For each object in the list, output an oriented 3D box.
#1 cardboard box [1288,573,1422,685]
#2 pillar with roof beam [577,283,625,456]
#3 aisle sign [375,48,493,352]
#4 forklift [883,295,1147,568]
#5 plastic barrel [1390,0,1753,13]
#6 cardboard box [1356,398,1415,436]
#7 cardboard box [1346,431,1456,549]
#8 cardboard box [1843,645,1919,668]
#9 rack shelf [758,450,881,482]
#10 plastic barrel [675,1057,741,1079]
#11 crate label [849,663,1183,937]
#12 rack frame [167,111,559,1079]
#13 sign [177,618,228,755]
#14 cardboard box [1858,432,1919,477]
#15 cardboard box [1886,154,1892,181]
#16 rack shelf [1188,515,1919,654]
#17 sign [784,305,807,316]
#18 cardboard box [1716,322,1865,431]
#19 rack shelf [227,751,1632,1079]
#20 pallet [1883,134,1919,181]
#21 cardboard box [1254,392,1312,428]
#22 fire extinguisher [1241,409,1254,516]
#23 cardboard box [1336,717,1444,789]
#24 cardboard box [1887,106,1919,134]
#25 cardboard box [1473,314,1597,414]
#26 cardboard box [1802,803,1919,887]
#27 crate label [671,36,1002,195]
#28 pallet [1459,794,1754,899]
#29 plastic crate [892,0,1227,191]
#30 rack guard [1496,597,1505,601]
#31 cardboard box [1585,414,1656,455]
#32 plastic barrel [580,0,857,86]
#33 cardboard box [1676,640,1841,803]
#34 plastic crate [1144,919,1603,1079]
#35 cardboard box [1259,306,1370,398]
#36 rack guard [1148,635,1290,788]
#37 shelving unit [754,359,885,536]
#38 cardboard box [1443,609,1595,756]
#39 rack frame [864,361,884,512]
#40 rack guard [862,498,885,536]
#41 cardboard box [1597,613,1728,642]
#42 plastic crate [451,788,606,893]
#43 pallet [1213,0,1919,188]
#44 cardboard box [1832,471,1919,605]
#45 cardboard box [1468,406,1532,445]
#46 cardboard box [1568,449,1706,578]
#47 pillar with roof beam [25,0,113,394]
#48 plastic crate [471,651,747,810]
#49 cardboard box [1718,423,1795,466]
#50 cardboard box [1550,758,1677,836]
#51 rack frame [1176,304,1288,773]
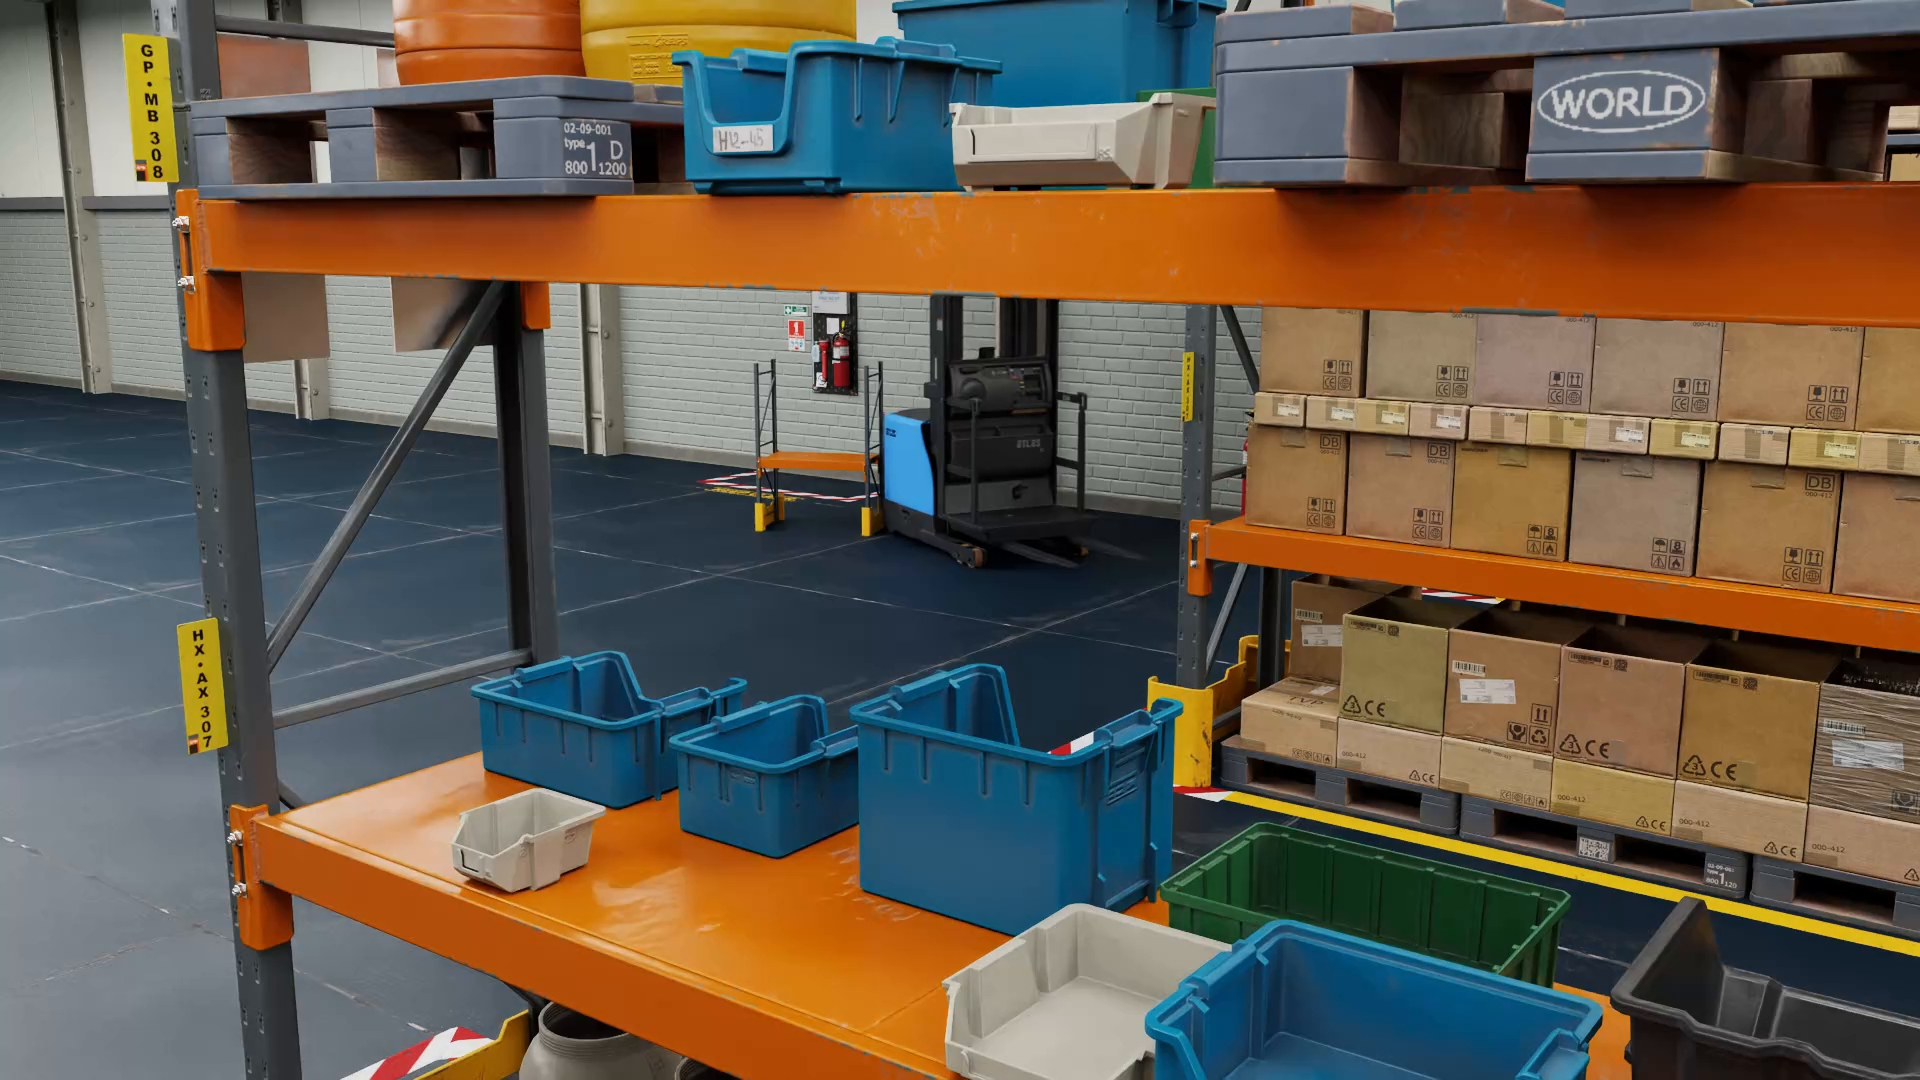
[{"bbox_3d":[2.025,0.442,8.509,0.500,0.500,0.500,8,13,36],"label":"cardboard box"},{"bbox_3d":[-6.798,-4.797,15.632,0.400,9.000,9.100,8,13,36],"label":"pillar with roof beam"},{"bbox_3d":[-1.401,-0.921,4.547,0.004,0.787,0.394,8,13,36],"label":"aisle sign"},{"bbox_3d":[0.436,-1.305,13.560,1.130,2.935,3.031,-6,12,-27],"label":"forklift"},{"bbox_3d":[0.967,-1.194,2.483,0.708,0.901,0.600,8,13,36],"label":"plastic barrel"},{"bbox_3d":[2.020,-0.582,7.668,0.250,0.149,0.380,8,14,36],"label":"cardboard box"},{"bbox_3d":[2.211,-0.285,7.842,0.500,0.500,0.700,8,14,37],"label":"cardboard box"},{"bbox_3d":[4.044,0.722,7.062,0.500,0.500,0.500,8,13,36],"label":"cardboard box"},{"bbox_3d":[-1.260,-0.673,15.005,1.000,0.185,0.538,3,11,13],"label":"rack shelf"},{"bbox_3d":[-0.539,1.543,4.100,0.421,0.512,0.421,0,11,0],"label":"plastic barrel"},{"bbox_3d":[0.125,0.557,3.658,0.616,0.435,0.502,8,13,36],"label":"crate label"},{"bbox_3d":[-1.518,0.409,4.517,0.127,3.000,1.000,8,13,36],"label":"rack frame"},{"bbox_3d":[-1.848,0.357,4.058,0.005,0.325,0.100,8,13,36],"label":"sign"},{"bbox_3d":[3.672,-0.351,6.475,0.250,0.149,0.380,8,13,35],"label":"cardboard box"},{"bbox_3d":[5.744,-2.383,10.735,0.500,0.500,0.500,9,14,39],"label":"cardboard box"},{"bbox_3d":[3.029,0.229,7.341,4.000,0.370,1.077,8,13,36],"label":"rack shelf"},{"bbox_3d":[-1.770,-2.473,17.927,0.331,0.109,0.001,8,13,36],"label":"sign"},{"bbox_3d":[3.468,-0.747,6.815,0.500,0.500,0.700,8,13,36],"label":"cardboard box"},{"bbox_3d":[0.094,0.987,3.423,4.000,0.370,1.077,8,13,36],"label":"rack shelf"},{"bbox_3d":[3.938,-1.420,6.309,1.213,0.211,1.003,8,13,36],"label":"pallet"},{"bbox_3d":[1.605,-0.639,7.965,0.250,0.149,0.380,8,13,35],"label":"cardboard box"},{"bbox_3d":[1.596,-0.395,8.878,0.183,0.674,0.296,8,13,36],"label":"fire extinguisher"},{"bbox_3d":[2.122,0.945,7.881,0.500,0.250,0.500,8,13,36],"label":"cardboard box"},{"bbox_3d":[3.507,-1.617,6.281,0.250,0.149,0.380,8,13,36],"label":"cardboard box"},{"bbox_3d":[2.662,-0.859,7.396,0.500,0.500,0.700,8,14,36],"label":"cardboard box"},{"bbox_3d":[3.740,1.168,6.726,0.500,0.250,0.500,8,13,36],"label":"cardboard box"},{"bbox_3d":[-0.205,-0.729,2.897,0.408,0.251,0.502,8,13,36],"label":"crate label"},{"bbox_3d":[3.037,1.237,7.579,1.213,0.211,1.003,8,13,36],"label":"pallet"},{"bbox_3d":[0.197,-0.887,3.364,0.575,0.384,0.392,8,13,36],"label":"plastic crate"},{"bbox_3d":[4.407,0.128,12.550,0.348,0.500,1.175,8,13,36],"label":"rack guard"},{"bbox_3d":[2.844,-0.466,7.071,0.250,0.149,0.380,8,14,36],"label":"cardboard box"},{"bbox_3d":[-0.524,-1.253,3.613,0.600,0.588,0.600,0,11,0],"label":"plastic barrel"},{"bbox_3d":[3.336,0.744,6.944,0.500,0.500,0.500,8,13,36],"label":"cardboard box"},{"bbox_3d":[0.653,0.849,2.635,0.616,0.251,0.499,8,13,36],"label":"plastic crate"},{"bbox_3d":[1.828,-0.974,7.990,0.500,0.500,0.700,8,14,36],"label":"cardboard box"},{"bbox_3d":[1.397,0.876,8.686,0.348,0.500,1.175,8,13,36],"label":"rack guard"},{"bbox_3d":[-1.251,-0.849,14.969,1.083,1.500,0.587,3,11,13],"label":"shelving unit"},{"bbox_3d":[2.532,0.631,7.528,0.500,0.500,0.500,8,13,36],"label":"cardboard box"},{"bbox_3d":[-0.765,-0.827,14.858,0.032,1.500,0.500,3,11,13],"label":"rack frame"},{"bbox_3d":[-0.766,-0.214,14.977,0.087,0.250,0.587,3,11,13],"label":"rack guard"},{"bbox_3d":[3.242,0.608,7.648,0.500,0.500,0.500,8,13,36],"label":"cardboard box"},{"bbox_3d":[-0.988,0.689,3.768,0.250,0.136,0.298,8,13,36],"label":"plastic crate"},{"bbox_3d":[1.066,-0.587,2.268,1.003,0.211,1.213,8,13,36],"label":"pallet"},{"bbox_3d":[3.850,-0.055,6.655,0.500,0.500,0.700,8,13,35],"label":"cardboard box"},{"bbox_3d":[2.438,-0.523,7.367,0.250,0.149,0.380,7,13,34],"label":"cardboard box"},{"bbox_3d":[3.035,-0.170,7.246,0.500,0.500,0.700,8,14,37],"label":"cardboard box"},{"bbox_3d":[-16.470,-6.146,22.605,0.548,9.000,9.100,8,13,36],"label":"pillar with roof beam"},{"bbox_3d":[-0.938,0.493,4.477,0.616,0.251,0.499,8,13,36],"label":"plastic crate"},{"bbox_3d":[3.272,-0.407,6.767,0.250,0.149,0.380,8,14,37],"label":"cardboard box"},{"bbox_3d":[2.925,1.058,7.295,0.500,0.250,0.500,8,13,36],"label":"cardboard box"},{"bbox_3d":[1.416,-0.349,8.435,0.127,3.000,1.000,8,13,36],"label":"rack frame"}]
